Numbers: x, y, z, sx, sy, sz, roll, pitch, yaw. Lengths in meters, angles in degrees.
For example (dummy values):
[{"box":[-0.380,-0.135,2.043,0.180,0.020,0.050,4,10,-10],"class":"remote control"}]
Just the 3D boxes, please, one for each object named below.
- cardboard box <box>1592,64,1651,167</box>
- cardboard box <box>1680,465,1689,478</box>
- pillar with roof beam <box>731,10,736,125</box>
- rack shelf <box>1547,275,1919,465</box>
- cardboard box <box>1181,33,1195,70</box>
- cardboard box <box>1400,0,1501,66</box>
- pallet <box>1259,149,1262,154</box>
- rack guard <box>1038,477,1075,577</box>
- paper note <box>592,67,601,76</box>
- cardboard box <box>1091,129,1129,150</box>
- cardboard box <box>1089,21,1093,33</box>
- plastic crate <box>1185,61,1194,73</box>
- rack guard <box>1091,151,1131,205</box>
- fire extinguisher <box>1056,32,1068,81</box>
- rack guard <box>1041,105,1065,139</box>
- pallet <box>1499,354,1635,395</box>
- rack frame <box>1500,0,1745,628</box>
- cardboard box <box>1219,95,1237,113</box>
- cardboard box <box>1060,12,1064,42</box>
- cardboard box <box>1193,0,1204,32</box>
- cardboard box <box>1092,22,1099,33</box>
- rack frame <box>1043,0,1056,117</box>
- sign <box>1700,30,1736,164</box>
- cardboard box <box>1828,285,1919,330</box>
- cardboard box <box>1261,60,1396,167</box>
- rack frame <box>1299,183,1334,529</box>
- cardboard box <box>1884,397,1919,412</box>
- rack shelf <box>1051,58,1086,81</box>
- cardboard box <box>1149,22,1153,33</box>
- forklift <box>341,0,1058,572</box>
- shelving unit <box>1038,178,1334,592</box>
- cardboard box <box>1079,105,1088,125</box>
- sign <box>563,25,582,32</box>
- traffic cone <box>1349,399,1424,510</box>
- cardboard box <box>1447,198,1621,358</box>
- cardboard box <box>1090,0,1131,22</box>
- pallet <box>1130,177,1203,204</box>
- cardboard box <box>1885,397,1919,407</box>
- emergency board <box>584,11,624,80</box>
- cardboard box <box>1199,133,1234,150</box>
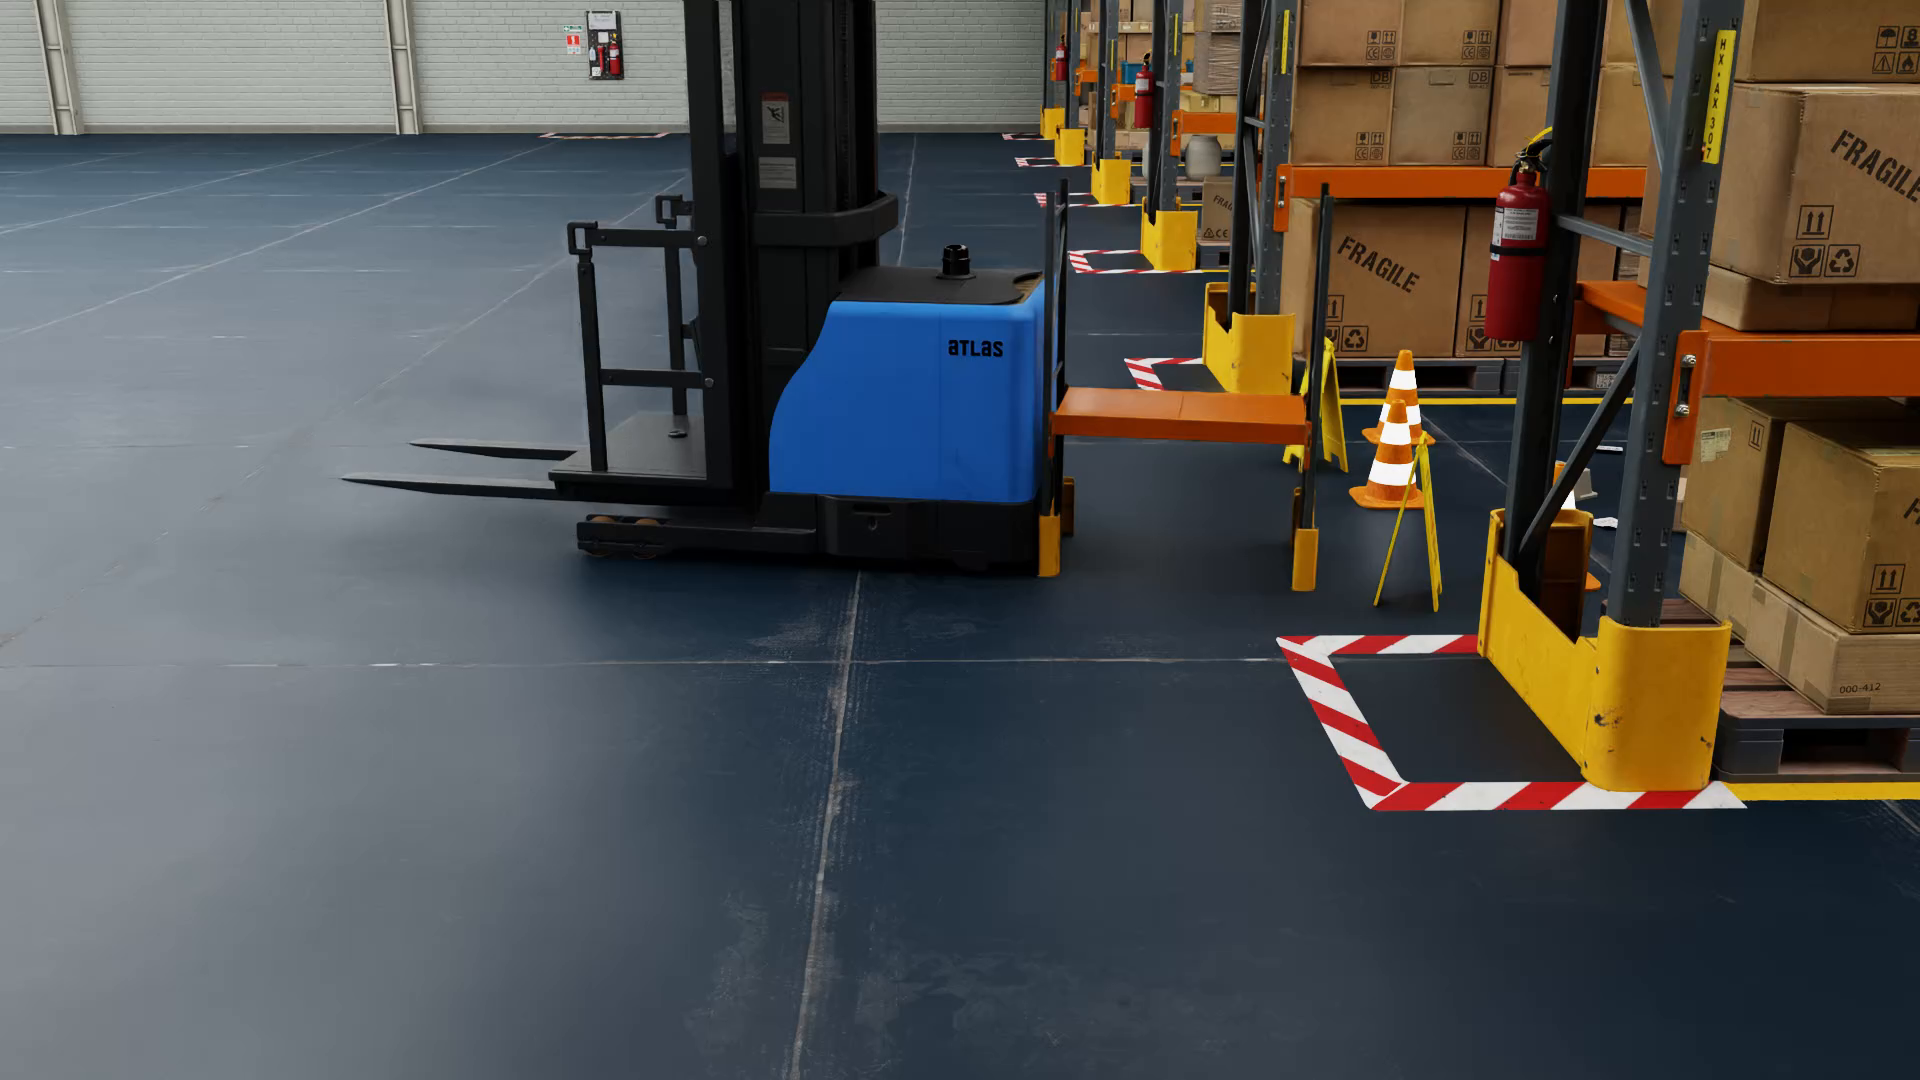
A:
[{"box":[3.753,-2.469,9.588,0.500,0.550,0.875,0,18,-1],"class":"cardboard box"},{"box":[3.637,-0.475,7.704,0.637,0.503,0.797,-15,23,-39],"class":"cardboard box"},{"box":[-3.715,-10.227,24.198,0.400,9.000,9.100,0,18,-1],"class":"pillar with roof beam"},{"box":[3.921,-0.549,5.025,4.000,0.370,1.077,0,18,-1],"class":"rack shelf"},{"box":[3.101,-6.985,23.746,0.500,0.500,0.700,0,18,0],"class":"cardboard box"},{"box":[2.662,-2.999,9.474,0.550,0.550,0.875,0,18,-1],"class":"cardboard box"},{"box":[4.816,-5.635,24.266,1.213,0.211,1.003,0,18,-1],"class":"pallet"},{"box":[0.398,-0.061,6.827,0.087,0.250,0.587,3,18,9],"class":"rack guard"},{"box":[-6.433,-8.286,29.409,0.142,0.148,0.016,0,18,-1],"class":"paper note"},{"box":[2.152,-5.759,23.905,0.500,0.250,0.500,0,18,-1],"class":"cardboard box"},{"box":[1.991,-7.351,23.825,0.250,0.149,0.380,-1,18,-2],"class":"cardboard box"},{"box":[2.832,-5.446,19.356,0.408,0.251,0.499,0,18,-1],"class":"plastic crate"},{"box":[1.762,-4.246,19.464,0.348,0.500,1.175,0,18,-1],"class":"rack guard"},{"box":[1.486,-7.038,24.205,0.183,0.674,0.296,0,18,-1],"class":"fire extinguisher"},{"box":[1.606,-7.257,28.852,0.348,0.500,1.175,0,18,-1],"class":"rack guard"},{"box":[3.757,-1.098,10.125,1.213,0.211,1.003,0,18,-1],"class":"pallet"},{"box":[1.921,-0.882,4.886,0.127,3.000,1.000,0,18,-1],"class":"rack frame"},{"box":[2.304,-3.713,14.122,0.250,0.149,0.380,0,18,-1],"class":"cardboard box"},{"box":[1.998,-8.809,28.584,0.500,0.500,0.500,0,18,-1],"class":"cardboard box"},{"box":[2.311,-4.652,14.351,0.500,0.500,0.500,0,18,-1],"class":"cardboard box"},{"box":[2.008,-7.227,23.439,0.250,0.149,0.380,0,18,-1],"class":"cardboard box"},{"box":[1.530,-8.447,28.469,0.127,3.000,1.000,0,18,-1],"class":"rack frame"},{"box":[1.930,-1.128,4.237,0.005,0.325,0.100,0,18,-1],"class":"sign"},{"box":[2.516,-0.706,4.749,0.250,0.149,0.380,0,18,0],"class":"cardboard box"},{"box":[2.112,-2.480,9.623,0.550,0.550,0.875,0,18,-1],"class":"cardboard box"},{"box":[1.380,-0.603,6.472,0.032,1.500,0.500,3,18,9],"class":"rack frame"},{"box":[3.240,-0.217,5.398,0.500,0.500,0.500,0,18,1],"class":"cardboard box"},{"box":[3.530,-8.114,28.609,4.000,0.370,1.077,0,18,-1],"class":"rack shelf"},{"box":[2.773,-7.230,23.450,0.250,0.149,0.380,-1,18,-2],"class":"cardboard box"},{"box":[-1.115,-1.469,6.829,3.031,2.935,1.130,3,18,9],"class":"forklift"},{"box":[0.888,-0.629,6.554,1.083,1.500,0.587,3,18,9],"class":"shelving unit"},{"box":[2.223,-7.352,28.737,0.500,0.311,0.500,-2,18,-7],"class":"cardboard box"},{"box":[-6.804,-8.981,29.207,0.331,0.109,0.001,0,18,-1],"class":"sign"},{"box":[1.973,-0.407,7.559,0.334,0.463,0.336,0,18,-1],"class":"traffic cone"},{"box":[3.299,-1.610,9.946,0.875,0.875,0.875,-1,18,-2],"class":"cardboard box"},{"box":[2.132,-7.598,23.535,0.500,0.500,0.700,0,18,-1],"class":"cardboard box"},{"box":[2.574,-4.110,19.515,1.213,0.211,1.003,0,18,-1],"class":"pallet"},{"box":[3.084,-0.544,5.358,0.250,0.149,0.380,0,18,1],"class":"cardboard box"},{"box":[-6.254,-8.685,29.212,0.643,1.169,0.194,0,18,-1],"class":"emergency board"},{"box":[3.652,-5.766,23.926,0.500,0.250,0.500,0,18,-1],"class":"cardboard box"}]
